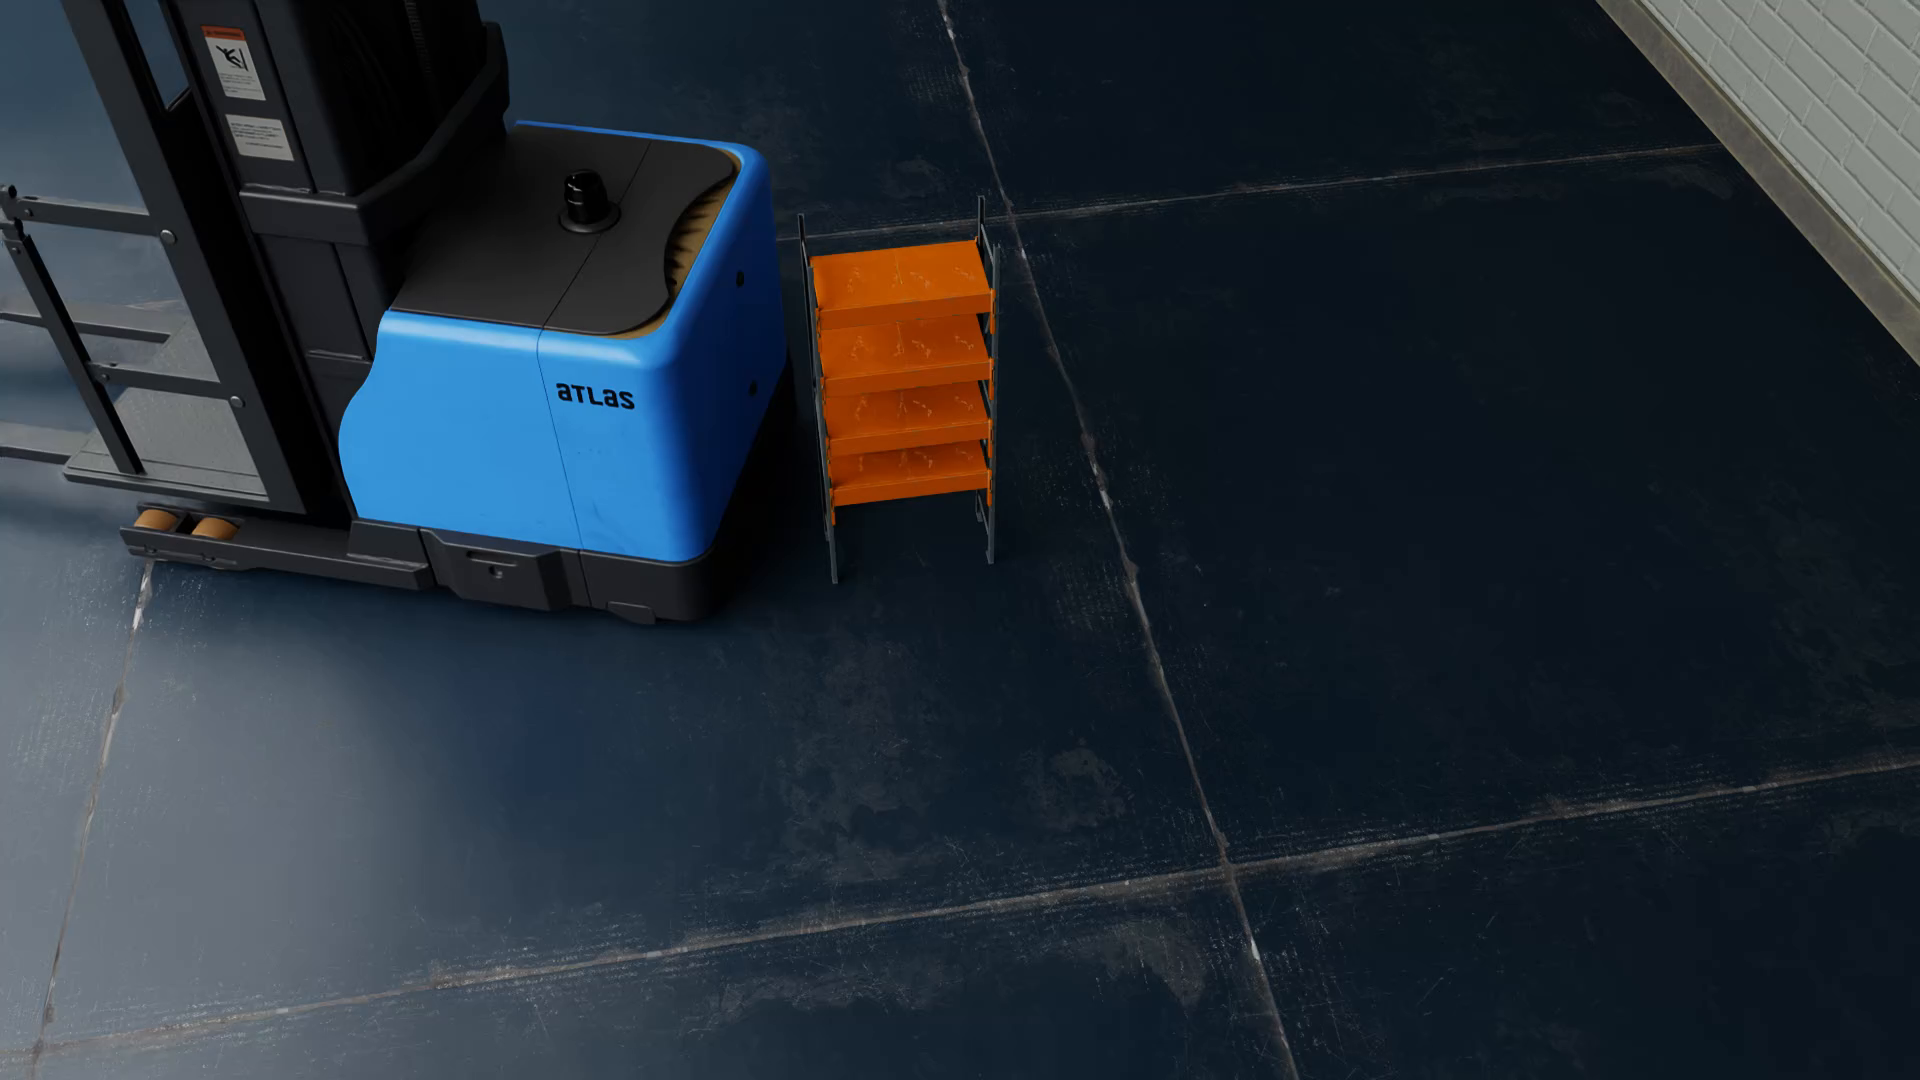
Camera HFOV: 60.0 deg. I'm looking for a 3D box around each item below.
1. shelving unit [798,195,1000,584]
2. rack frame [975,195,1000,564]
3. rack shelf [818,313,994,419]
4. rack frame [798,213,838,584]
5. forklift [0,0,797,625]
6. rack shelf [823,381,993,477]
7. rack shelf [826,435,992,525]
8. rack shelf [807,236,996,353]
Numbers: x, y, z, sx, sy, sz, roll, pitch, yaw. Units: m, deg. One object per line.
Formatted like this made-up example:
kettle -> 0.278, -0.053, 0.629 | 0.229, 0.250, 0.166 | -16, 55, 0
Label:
shelving unit -> -0.163, -0.396, 4.798 | 0.503, 1.200, 0.258 | -7, 46, -7
rack frame -> 0.077, -0.426, 4.827 | 0.015, 1.200, 0.240 | -7, 46, -7
rack shelf -> -0.163, -0.505, 4.686 | 0.480, 0.148, 0.258 | -7, 46, -7
rack frame -> -0.404, -0.366, 4.769 | 0.015, 1.200, 0.240 | -7, 46, -7
forklift -> -2.113, -1.290, 4.458 | 3.031, 2.935, 1.130 | 8, 47, 8
rack shelf -> -0.163, -0.349, 4.847 | 0.480, 0.148, 0.258 | -7, 46, -7
rack shelf -> -0.163, -0.212, 4.990 | 0.480, 0.148, 0.258 | -7, 46, -7
rack shelf -> -0.163, -0.669, 4.515 | 0.480, 0.148, 0.258 | -7, 46, -7
